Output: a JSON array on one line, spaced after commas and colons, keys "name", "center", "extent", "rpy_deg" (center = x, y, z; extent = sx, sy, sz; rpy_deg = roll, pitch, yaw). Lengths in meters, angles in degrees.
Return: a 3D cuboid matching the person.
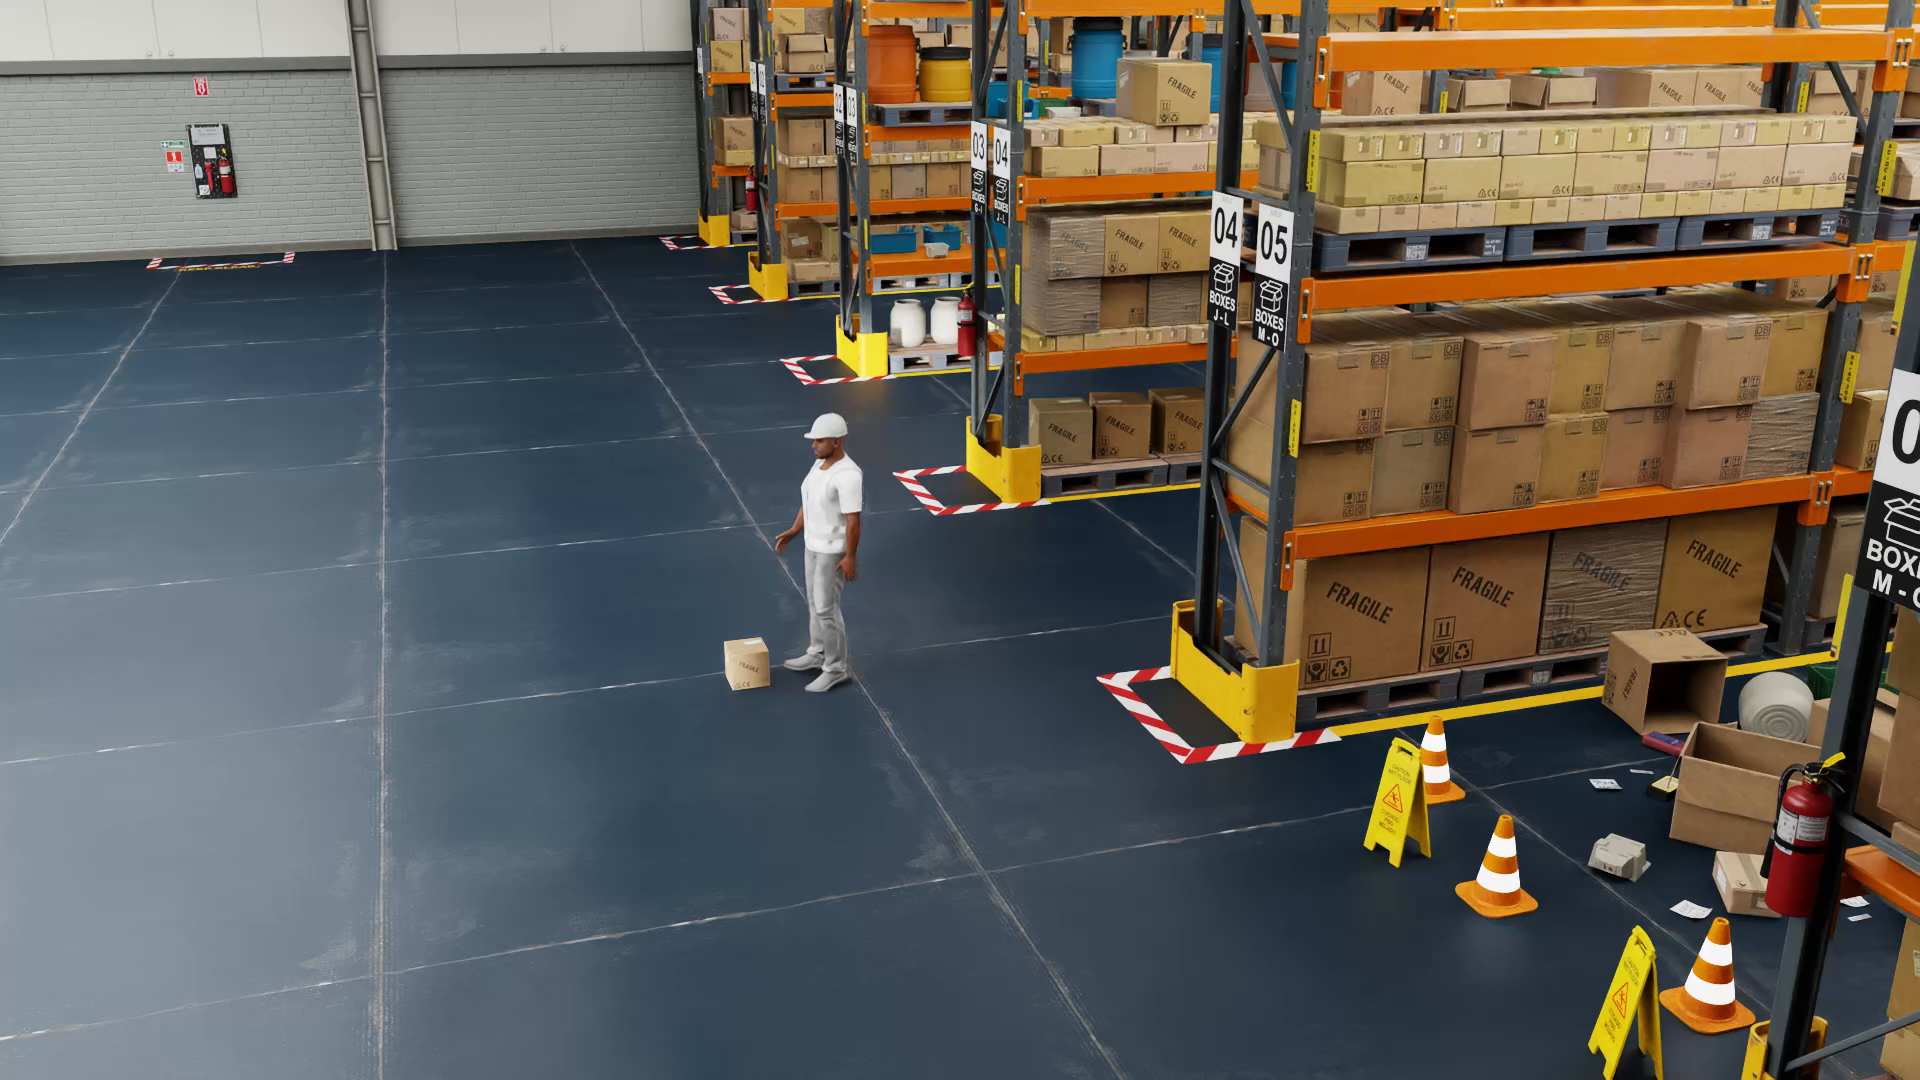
[{"name": "person", "center": [-0.927, 0.063, 10.824], "extent": [0.490, 1.792, 0.588], "rpy_deg": [-8, 21, -22]}]
